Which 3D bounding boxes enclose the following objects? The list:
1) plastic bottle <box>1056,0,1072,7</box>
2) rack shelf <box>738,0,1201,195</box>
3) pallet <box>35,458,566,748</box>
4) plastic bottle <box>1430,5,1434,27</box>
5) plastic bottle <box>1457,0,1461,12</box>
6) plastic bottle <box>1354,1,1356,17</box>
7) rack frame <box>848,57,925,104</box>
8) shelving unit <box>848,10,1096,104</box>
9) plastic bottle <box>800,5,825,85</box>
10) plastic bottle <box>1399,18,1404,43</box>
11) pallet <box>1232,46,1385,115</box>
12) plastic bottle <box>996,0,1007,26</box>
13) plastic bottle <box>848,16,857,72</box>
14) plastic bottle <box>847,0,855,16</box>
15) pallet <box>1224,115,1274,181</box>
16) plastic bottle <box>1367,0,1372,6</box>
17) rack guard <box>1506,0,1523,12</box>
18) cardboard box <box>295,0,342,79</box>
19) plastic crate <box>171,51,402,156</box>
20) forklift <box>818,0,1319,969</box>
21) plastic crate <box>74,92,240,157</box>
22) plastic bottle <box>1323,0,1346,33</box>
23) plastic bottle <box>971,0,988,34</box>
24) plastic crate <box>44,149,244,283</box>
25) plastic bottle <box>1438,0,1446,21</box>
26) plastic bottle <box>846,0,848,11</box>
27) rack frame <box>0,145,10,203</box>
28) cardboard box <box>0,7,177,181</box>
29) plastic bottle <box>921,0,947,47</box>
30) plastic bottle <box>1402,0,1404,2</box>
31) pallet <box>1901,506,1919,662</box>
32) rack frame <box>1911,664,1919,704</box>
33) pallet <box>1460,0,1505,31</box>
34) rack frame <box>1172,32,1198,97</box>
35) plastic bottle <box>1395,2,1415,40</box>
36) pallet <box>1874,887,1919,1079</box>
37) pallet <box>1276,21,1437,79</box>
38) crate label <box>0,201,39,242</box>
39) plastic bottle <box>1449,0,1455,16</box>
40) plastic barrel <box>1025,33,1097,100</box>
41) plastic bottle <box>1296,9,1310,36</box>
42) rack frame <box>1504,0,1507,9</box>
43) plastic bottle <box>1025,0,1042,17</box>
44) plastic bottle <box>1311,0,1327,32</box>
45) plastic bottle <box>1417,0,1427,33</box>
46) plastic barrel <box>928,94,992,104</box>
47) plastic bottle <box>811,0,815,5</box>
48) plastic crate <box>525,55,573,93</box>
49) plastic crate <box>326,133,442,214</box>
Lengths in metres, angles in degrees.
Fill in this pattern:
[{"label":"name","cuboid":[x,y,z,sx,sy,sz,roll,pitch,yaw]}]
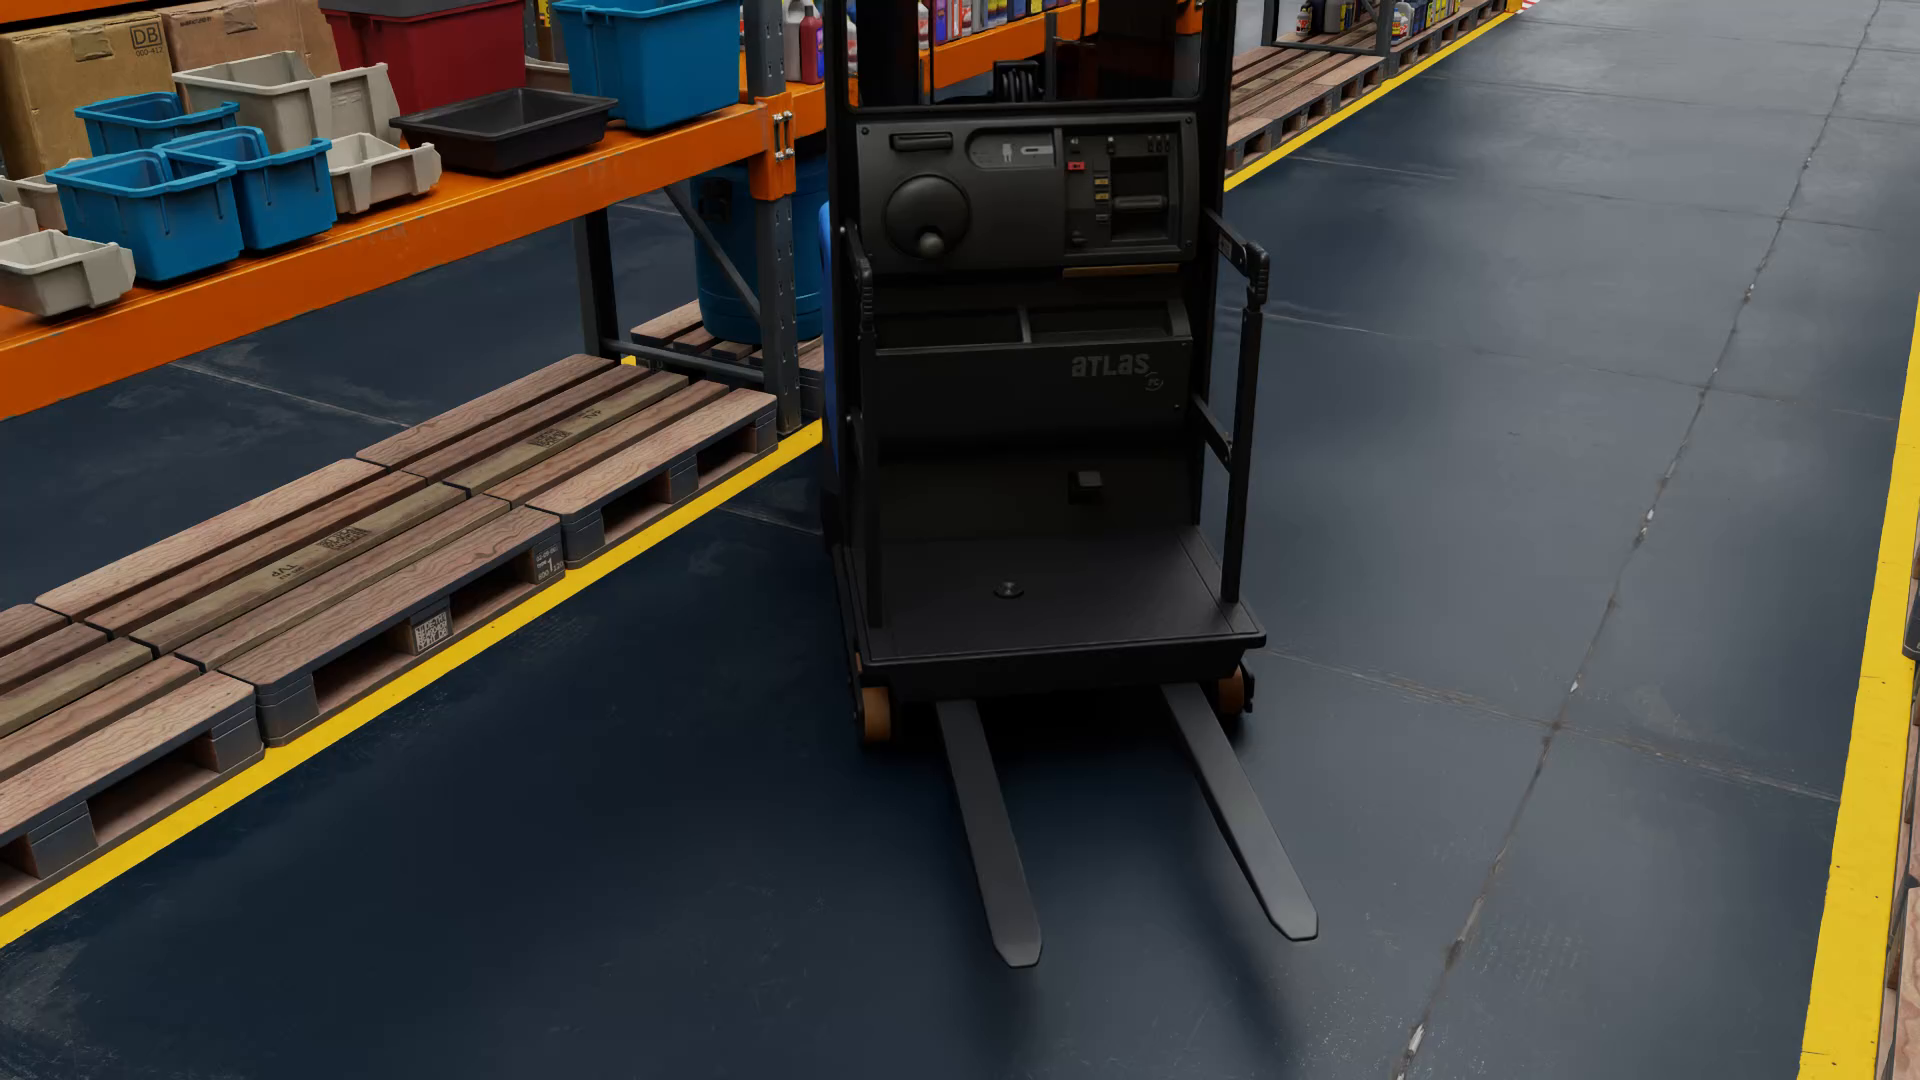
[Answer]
[{"label":"plastic bottle","cuboid":[0.483,-2.685,7.893,0.061,0.283,0.133,14,30,26]},{"label":"rack shelf","cuboid":[-0.111,-2.333,7.863,1.077,0.370,4.000,14,30,26]},{"label":"pallet","cuboid":[-2.022,0.144,5.226,1.003,0.211,1.213,14,30,26]},{"label":"plastic bottle","cuboid":[3.851,-4.340,13.704,0.097,0.201,0.097,0,27,0]},{"label":"plastic bottle","cuboid":[4.286,-4.685,14.392,0.097,0.201,0.097,0,27,0]},{"label":"plastic bottle","cuboid":[3.261,-4.477,13.887,0.061,0.283,0.133,14,30,26]},{"label":"rack frame","cuboid":[-0.275,-1.037,6.133,0.032,1.500,0.500,-20,32,-34]},{"label":"shelving unit","cuboid":[0.120,-1.183,6.417,1.048,1.500,0.538,-20,32,-34]},{"label":"plastic bottle","cuboid":[-0.544,-1.872,6.269,0.061,0.283,0.133,14,30,26]},{"label":"plastic bottle","cuboid":[3.429,-4.005,13.035,0.097,0.201,0.097,0,27,0]},{"label":"pallet","cuboid":[2.488,-3.431,12.369,1.003,0.211,1.213,14,30,26]},{"label":"plastic bottle","cuboid":[0.162,-2.442,7.422,0.097,0.271,0.097,0,27,0]},{"label":"plastic bottle","cuboid":[-0.437,-1.936,6.489,0.097,0.201,0.097,0,27,0]},{"label":"plastic bottle","cuboid":[-0.356,-2.059,6.650,0.152,0.276,0.135,14,30,26]},{"label":"pallet","cuboid":[1.287,-2.480,10.469,1.003,0.211,1.213,14,30,26]},{"label":"plastic bottle","cuboid":[3.594,-4.819,14.660,0.097,0.201,0.097,0,27,0]},{"label":"rack guard","cuboid":[4.811,-5.394,15.967,1.175,0.500,0.348,14,30,26]},{"label":"cardboard box","cuboid":[-4.243,-3.152,10.601,1.225,0.875,0.875,14,30,26]},{"label":"plastic crate","cuboid":[-2.007,-1.294,5.050,0.437,0.282,0.530,14,30,26]},{"label":"forklift","cuboid":[0.220,-0.911,4.296,1.130,2.935,3.031,-4,27,-7]},{"label":"plastic crate","cuboid":[-2.276,-1.125,4.766,0.416,0.233,0.300,14,30,26]},{"label":"plastic bottle","cuboid":[3.032,-4.288,13.432,0.144,0.351,0.185,14,30,26]},{"label":"plastic bottle","cuboid":[0.034,-2.367,7.267,0.152,0.276,0.135,14,30,26]},{"label":"plastic crate","cuboid":[-2.007,-0.805,4.127,0.416,0.233,0.300,14,30,26]},{"label":"plastic bottle","cuboid":[3.992,-4.540,13.936,0.144,0.351,0.185,16,31,28]},{"label":"plastic bottle","cuboid":[-0.575,-2.526,7.584,0.152,0.276,0.135,14,30,26]},{"label":"rack frame","cuboid":[-5.408,-2.966,8.324,1.000,3.000,0.127,14,30,26]},{"label":"cardboard box","cuboid":[-5.110,-2.457,9.212,1.225,0.875,0.875,14,30,26]},{"label":"plastic bottle","cuboid":[-0.107,-2.218,6.960,0.061,0.283,0.133,14,30,26]},{"label":"plastic bottle","cuboid":[3.565,-4.276,13.497,0.097,0.271,0.097,0,27,0]},{"label":"pallet","cuboid":[3.583,0.139,5.237,1.003,0.211,1.213,14,30,26]},{"label":"rack frame","cuboid":[3.215,-0.783,3.963,1.000,3.000,0.127,14,30,26]},{"label":"pallet","cuboid":[4.407,-4.949,15.401,1.003,0.211,1.213,14,30,26]},{"label":"rack frame","cuboid":[0.872,-3.434,9.259,1.000,3.000,0.127,14,30,26]},{"label":"plastic bottle","cuboid":[3.514,-4.131,13.203,0.152,0.276,0.135,15,30,28]},{"label":"pallet","cuboid":[2.277,1.209,3.099,1.003,0.211,1.213,14,30,26]},{"label":"pallet","cuboid":[3.207,-3.998,13.502,1.003,0.211,1.213,14,30,26]},{"label":"crate label","cuboid":[-2.549,-0.806,4.238,0.396,0.136,0.243,14,30,26]},{"label":"plastic bottle","cuboid":[4.138,-4.626,14.192,0.152,0.276,0.135,14,30,26]},{"label":"plastic barrel","cuboid":[0.647,-2.457,9.262,0.600,0.830,0.708,14,30,26]},{"label":"plastic bottle","cuboid":[2.747,-4.148,13.321,0.097,0.201,0.097,0,27,0]},{"label":"rack frame","cuboid":[4.808,-6.552,15.487,1.000,3.000,0.127,14,30,26]},{"label":"plastic bottle","cuboid":[0.326,-2.561,7.645,0.061,0.283,0.133,14,30,26]},{"label":"plastic bottle","cuboid":[2.906,-4.319,13.496,0.144,0.351,0.185,13,30,25]},{"label":"plastic bottle","cuboid":[3.691,-4.302,13.460,0.144,0.351,0.185,13,29,24]},{"label":"plastic barrel","cuboid":[0.091,-1.909,8.437,0.600,0.588,0.708,14,30,26]},{"label":"plastic bottle","cuboid":[-0.712,-2.324,7.096,0.144,0.351,0.185,14,30,26]},{"label":"plastic crate","cuboid":[-1.449,-1.634,5.891,0.396,0.136,0.243,14,30,26]},{"label":"plastic crate","cuboid":[-1.690,-1.039,4.702,0.293,0.136,0.466,14,30,26]}]
